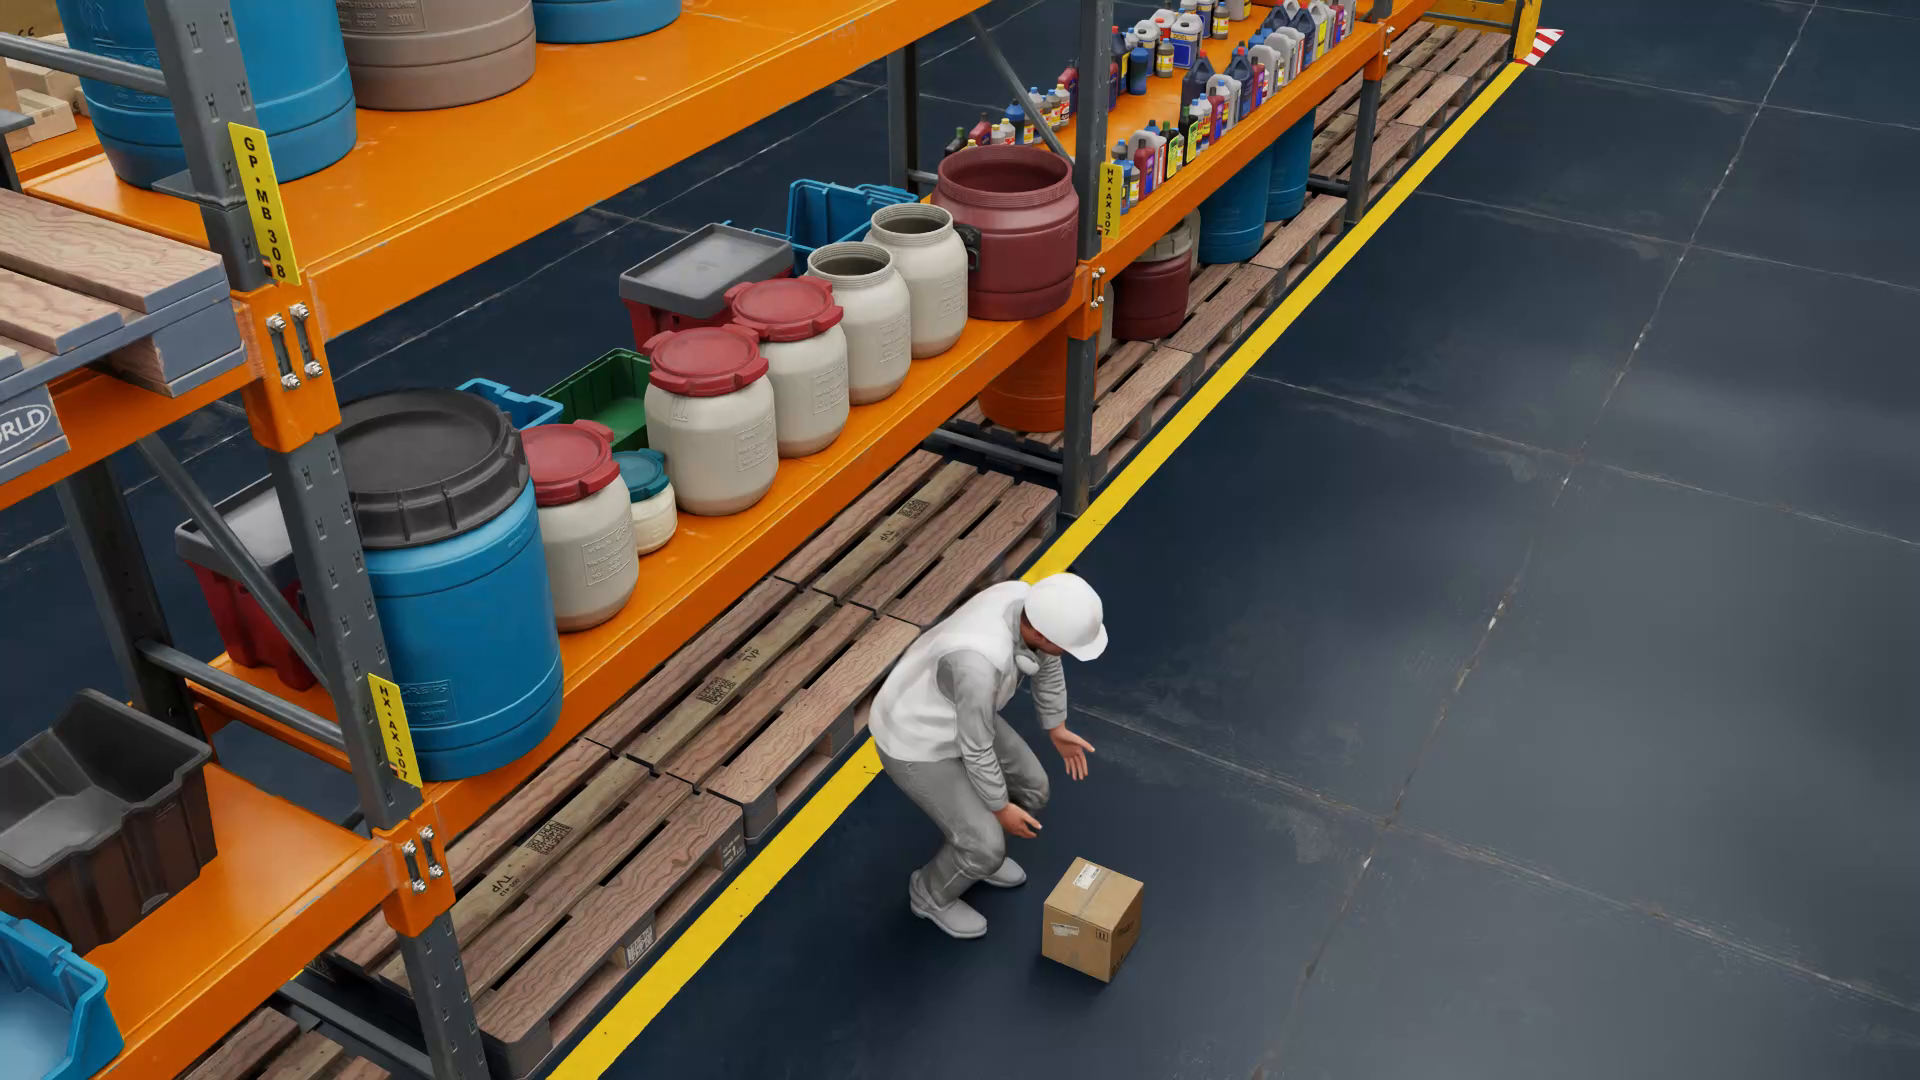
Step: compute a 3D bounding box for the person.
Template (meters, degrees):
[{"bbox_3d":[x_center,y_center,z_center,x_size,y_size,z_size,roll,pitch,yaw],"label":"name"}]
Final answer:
[{"bbox_3d":[0.085,0.659,5.434,0.753,1.449,0.543,18,38,25],"label":"person"}]
